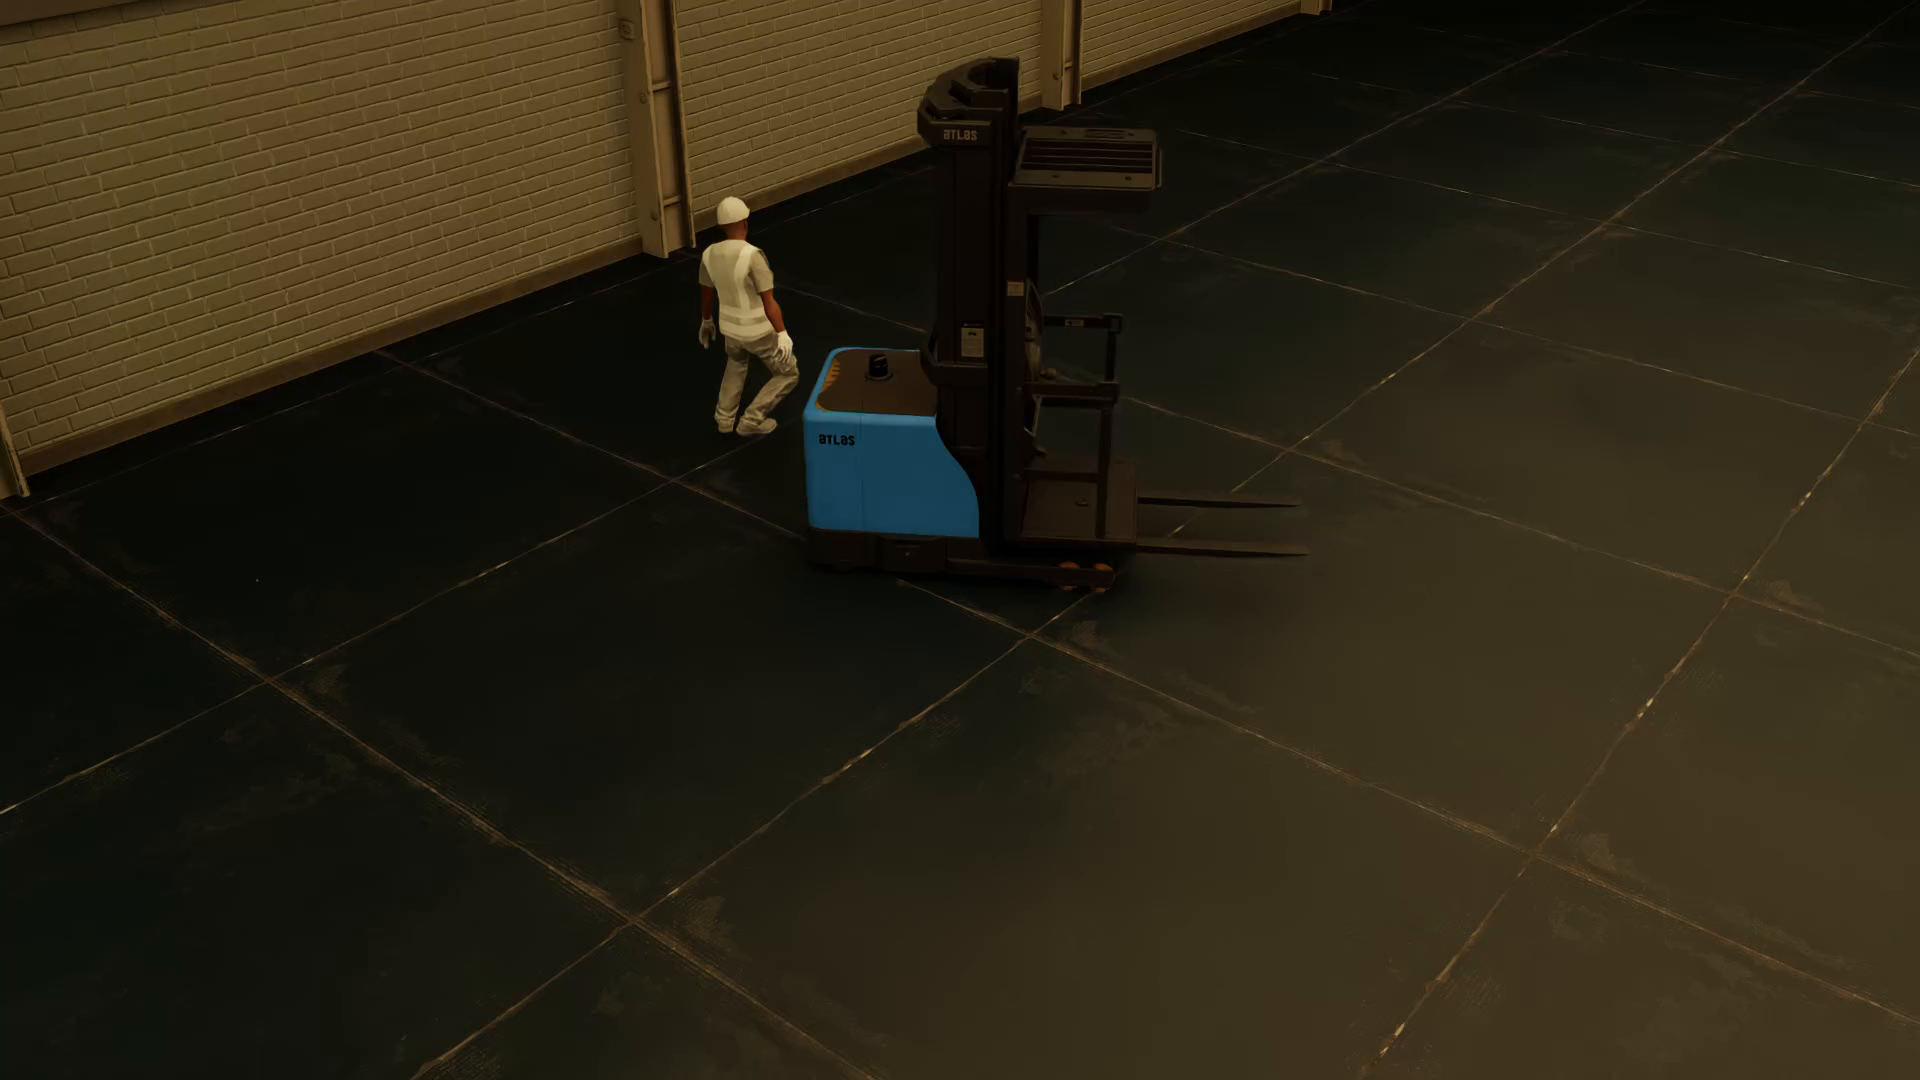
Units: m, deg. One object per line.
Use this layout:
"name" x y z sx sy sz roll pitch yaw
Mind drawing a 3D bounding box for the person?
"person" -1.406 -1.437 11.104 0.889 1.683 0.508 25 38 36

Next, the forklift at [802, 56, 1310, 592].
"forklift" 0.617 -1.240 9.717 3.031 2.935 1.130 3 30 5
